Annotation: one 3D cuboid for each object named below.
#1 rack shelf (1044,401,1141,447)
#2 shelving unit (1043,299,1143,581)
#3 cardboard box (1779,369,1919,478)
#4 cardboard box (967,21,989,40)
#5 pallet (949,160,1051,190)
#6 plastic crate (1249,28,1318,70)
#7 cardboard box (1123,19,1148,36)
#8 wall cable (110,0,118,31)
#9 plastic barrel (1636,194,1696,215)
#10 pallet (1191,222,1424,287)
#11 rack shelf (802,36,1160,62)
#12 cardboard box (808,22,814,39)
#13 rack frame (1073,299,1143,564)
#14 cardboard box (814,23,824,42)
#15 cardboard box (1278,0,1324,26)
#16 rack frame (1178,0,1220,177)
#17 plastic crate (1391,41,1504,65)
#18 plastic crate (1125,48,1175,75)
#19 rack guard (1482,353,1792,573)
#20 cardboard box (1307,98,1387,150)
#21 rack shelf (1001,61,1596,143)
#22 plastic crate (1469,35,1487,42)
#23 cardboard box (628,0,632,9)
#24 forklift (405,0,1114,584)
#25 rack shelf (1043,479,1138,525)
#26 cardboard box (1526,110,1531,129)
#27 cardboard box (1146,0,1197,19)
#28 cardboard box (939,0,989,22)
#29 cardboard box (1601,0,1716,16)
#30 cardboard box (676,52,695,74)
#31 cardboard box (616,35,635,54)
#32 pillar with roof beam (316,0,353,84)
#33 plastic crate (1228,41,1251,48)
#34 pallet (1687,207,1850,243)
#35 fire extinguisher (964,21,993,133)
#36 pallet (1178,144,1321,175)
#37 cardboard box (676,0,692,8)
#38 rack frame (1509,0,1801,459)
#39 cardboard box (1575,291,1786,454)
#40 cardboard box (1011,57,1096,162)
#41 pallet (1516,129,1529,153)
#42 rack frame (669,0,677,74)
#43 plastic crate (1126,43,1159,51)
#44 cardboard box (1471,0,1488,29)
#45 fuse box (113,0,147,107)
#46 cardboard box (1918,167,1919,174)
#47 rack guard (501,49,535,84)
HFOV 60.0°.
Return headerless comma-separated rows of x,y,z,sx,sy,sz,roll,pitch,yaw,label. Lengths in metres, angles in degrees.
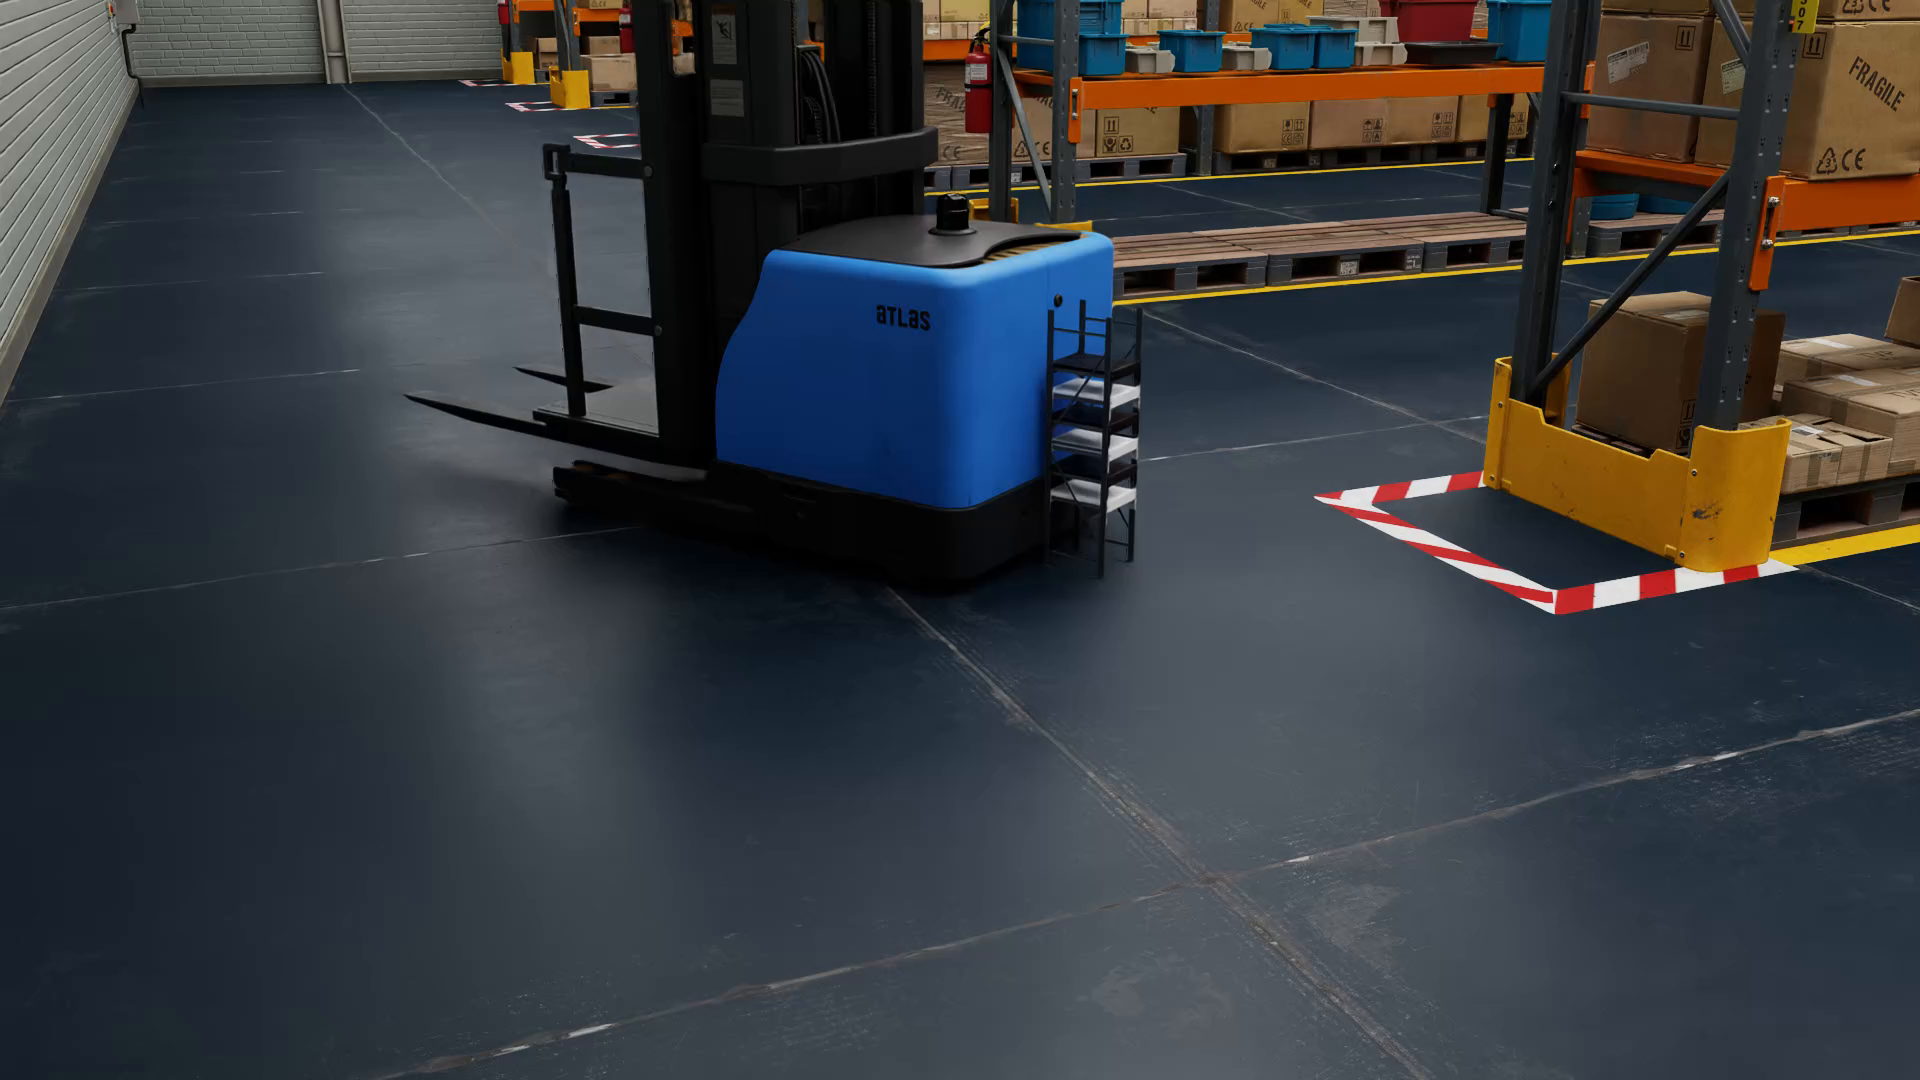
0.447,-0.391,5.607,0.258,0.077,0.200,13,23,32,rack shelf
0.447,-0.338,5.626,0.258,0.900,0.210,13,23,32,shelving unit
3.465,-0.448,6.254,0.500,0.250,0.500,-8,21,-22,cardboard box
0.110,-4.505,14.679,0.250,0.149,0.380,-8,21,-23,cardboard box
0.296,-3.481,15.590,1.213,0.211,1.003,-8,21,-22,pallet
2.002,-3.052,10.335,0.300,0.233,0.416,-8,21,-22,plastic crate
1.525,-4.708,15.254,0.250,0.149,0.380,-9,21,-23,cardboard box
-11.192,-7.691,21.819,0.122,1.984,0.588,-8,21,-22,wall cable
5.265,-2.891,12.244,0.708,0.901,0.600,-8,21,-22,plastic barrel
2.327,-1.938,11.208,1.213,0.211,1.003,-8,21,-22,pallet
0.310,-4.431,15.174,4.000,0.370,1.077,-8,21,-22,rack shelf
-1.330,-4.536,14.768,0.250,0.149,0.380,-8,21,-21,cardboard box
0.505,-0.366,5.705,0.240,0.900,0.006,13,23,32,rack frame
-1.069,-4.335,14.196,0.250,0.149,0.380,-8,21,-21,cardboard box
3.129,-5.132,15.930,0.500,0.500,0.500,-8,21,-22,cardboard box
2.147,-5.034,15.802,0.127,3.000,1.000,-8,21,-22,rack frame
3.187,-3.193,10.897,0.590,0.125,0.437,-8,21,-22,plastic crate
1.120,-2.850,9.907,0.298,0.136,0.250,-8,21,-22,plastic crate
2.464,-0.317,6.170,0.348,0.500,1.175,-8,21,-22,rack guard
3.547,-4.438,16.676,0.875,0.875,1.225,-9,21,-24,cardboard box
2.272,-2.921,10.885,4.000,0.370,1.077,-8,21,-22,rack shelf
3.625,-3.410,11.496,0.243,0.136,0.396,-8,21,-22,plastic crate
-4.444,-7.627,23.018,0.500,0.500,0.500,-8,21,-23,cardboard box
-0.943,-1.599,6.151,3.031,2.935,1.130,13,23,32,forklift
0.447,-0.137,5.697,0.258,0.077,0.200,13,23,32,rack shelf
6.427,-4.683,17.906,0.500,0.500,0.700,-9,21,-25,cardboard box
1.845,-4.965,15.385,0.500,0.250,0.500,-9,21,-23,cardboard box
-0.041,-4.693,14.613,0.500,0.250,0.500,-9,21,-24,cardboard box
2.694,-2.147,5.948,0.500,0.500,0.500,-8,21,-22,cardboard box
-4.048,-6.760,23.929,0.875,0.438,0.875,-8,21,-20,cardboard box
-5.496,-8.253,28.077,0.500,0.500,0.500,-8,21,-21,cardboard box
-8.549,-10.480,22.237,0.400,9.000,9.100,-8,21,-22,pillar with roof beam
1.895,-3.186,10.861,0.250,0.136,0.298,-8,21,-22,plastic crate
5.956,-2.459,12.687,1.213,0.211,1.003,-8,21,-22,pallet
0.117,-2.904,10.430,0.183,0.674,0.296,-8,21,-22,fire extinguisher
2.825,-3.843,16.619,1.213,0.211,1.003,-8,21,-22,pallet
-2.876,-6.196,18.504,0.500,0.500,0.500,-7,21,-19,cardboard box
2.394,-1.486,5.727,0.127,3.000,1.000,-8,21,-22,rack frame
2.796,-0.661,6.485,0.500,0.500,0.500,-8,21,-22,cardboard box
0.683,-4.049,15.572,0.875,0.875,0.875,-8,21,-22,cardboard box
6.538,-4.347,18.050,1.213,0.211,1.003,-8,21,-22,pallet
-3.398,-6.033,18.641,0.127,3.000,1.000,-8,21,-22,rack frame
1.113,-3.064,10.513,0.243,0.136,0.396,-8,21,-22,plastic crate
5.005,-5.403,16.700,0.500,0.500,0.500,-8,21,-22,cardboard box
-11.318,-6.833,22.852,0.414,1.711,0.539,-8,21,-22,fuse box
3.378,-1.581,5.845,0.500,0.500,0.500,-8,21,-22,cardboard box
-7.351,-7.874,27.632,0.348,0.500,1.175,-8,21,-22,rack guard
